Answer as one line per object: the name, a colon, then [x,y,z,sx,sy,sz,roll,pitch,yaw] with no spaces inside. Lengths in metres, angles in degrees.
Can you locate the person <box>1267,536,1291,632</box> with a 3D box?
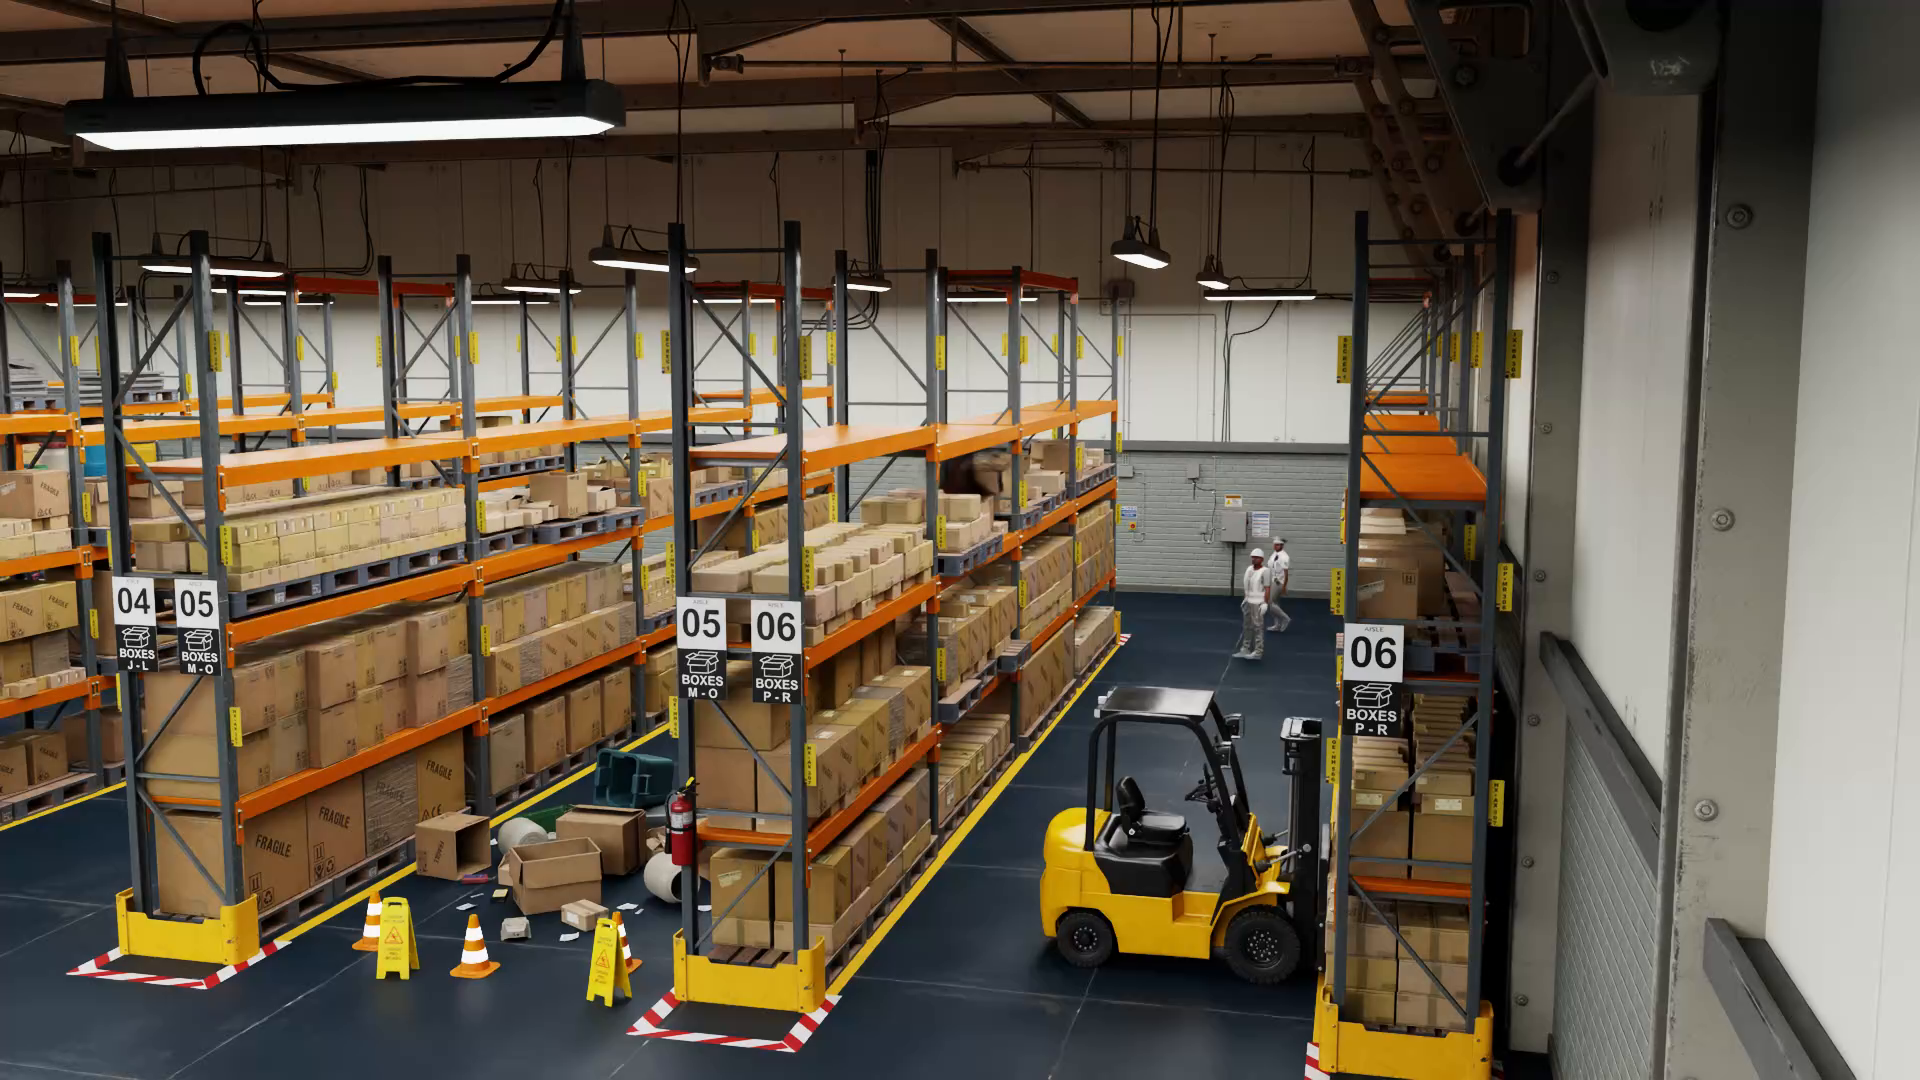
person: [5.557,0.766,29.141,0.450,1.677,0.433,1,7,8]

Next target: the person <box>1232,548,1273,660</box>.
person: [4.722,1.037,26.728,0.518,1.808,0.614,-1,7,-12]
